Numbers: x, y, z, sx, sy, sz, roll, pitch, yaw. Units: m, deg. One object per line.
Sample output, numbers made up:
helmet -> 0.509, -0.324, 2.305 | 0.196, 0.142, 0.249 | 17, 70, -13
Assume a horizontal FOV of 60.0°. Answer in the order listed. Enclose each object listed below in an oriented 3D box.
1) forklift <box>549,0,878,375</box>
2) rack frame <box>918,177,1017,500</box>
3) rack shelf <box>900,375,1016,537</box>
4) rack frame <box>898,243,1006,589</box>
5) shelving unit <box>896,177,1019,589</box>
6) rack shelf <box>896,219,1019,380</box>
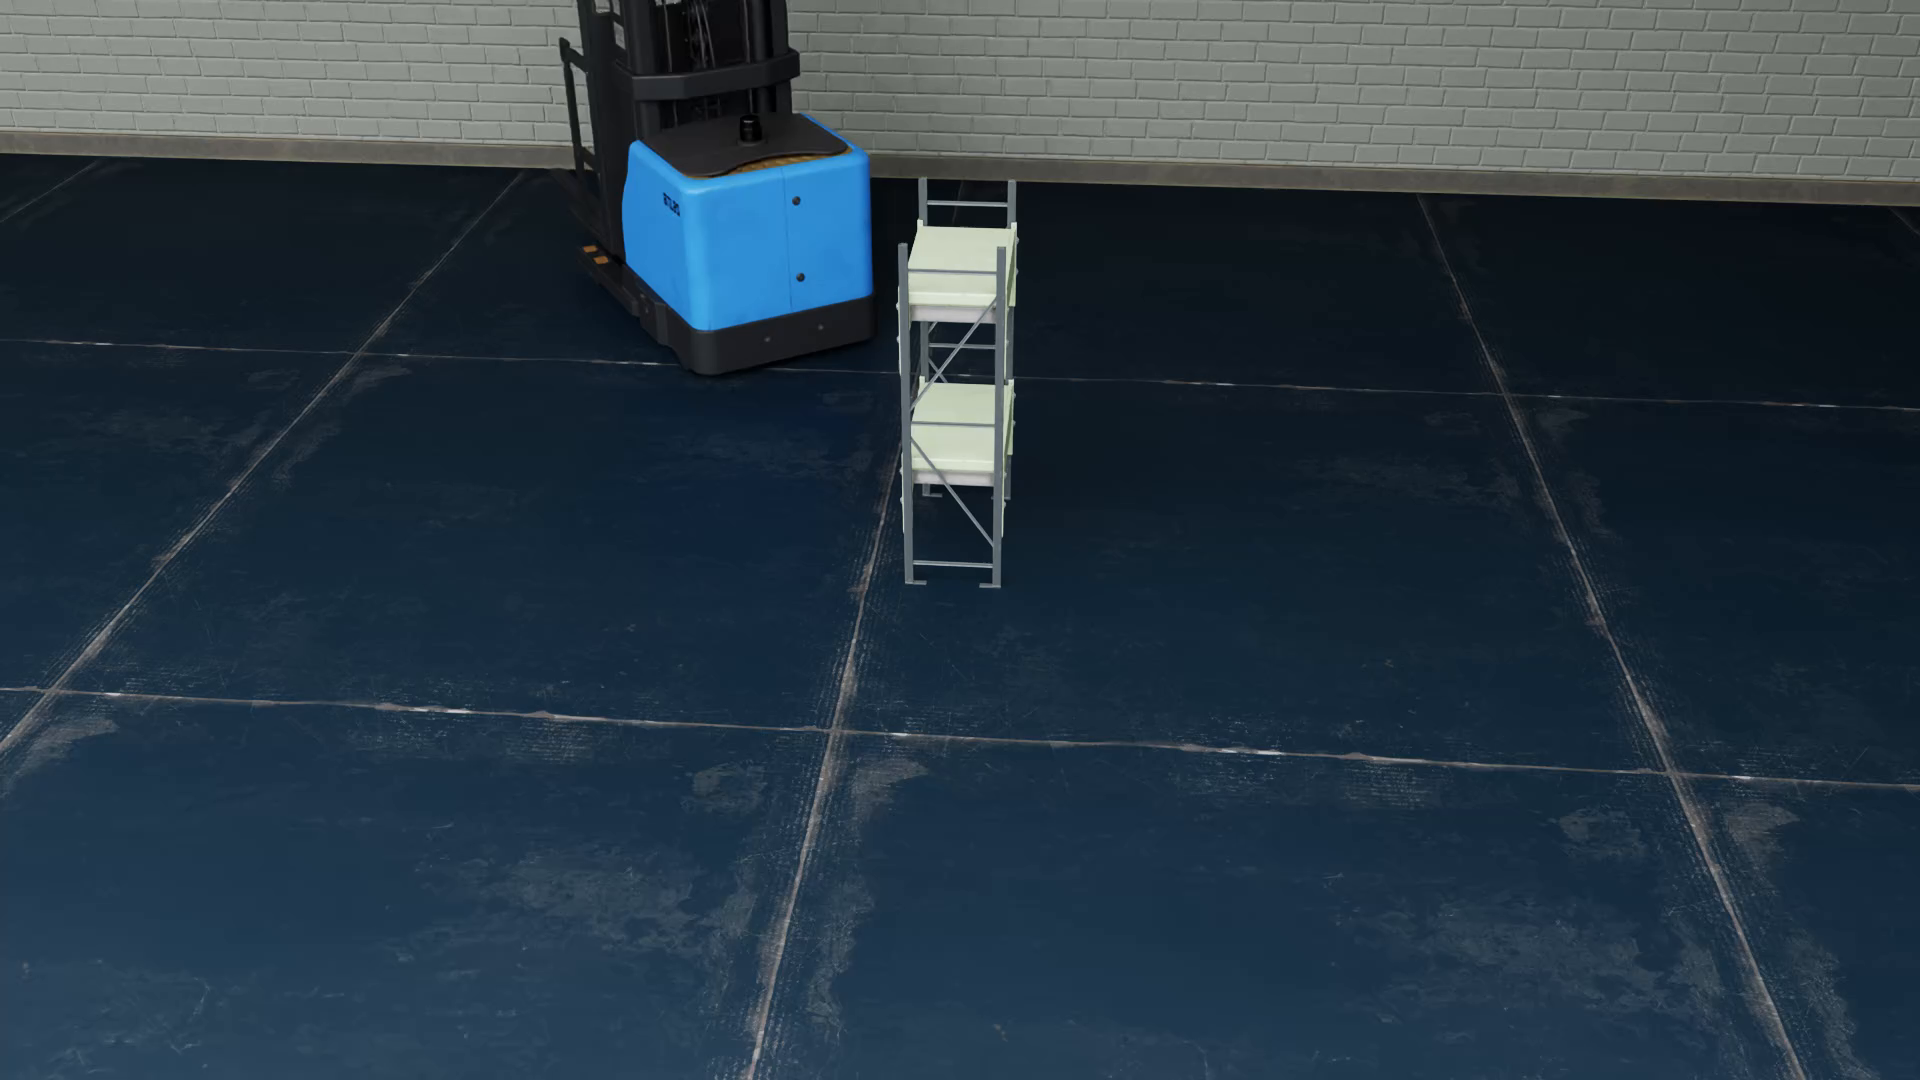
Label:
forklift -> -1.605, -2.833, 9.054 | 1.130, 2.935, 3.031 | -17, 35, -25
rack frame -> 0.030, -0.833, 7.173 | 0.400, 1.500, 0.023 | 2, 32, 4
rack shelf -> 0.001, -0.364, 7.033 | 0.431, 0.370, 0.720 | 2, 32, 4
rack frame -> -0.029, -0.451, 6.552 | 0.400, 1.500, 0.023 | 2, 32, 4
shelving unit -> 0.001, -0.642, 6.862 | 0.431, 1.500, 0.755 | 2, 32, 4
rack shelf -> 0.001, -0.974, 6.657 | 0.431, 0.370, 0.720 | 2, 32, 4
